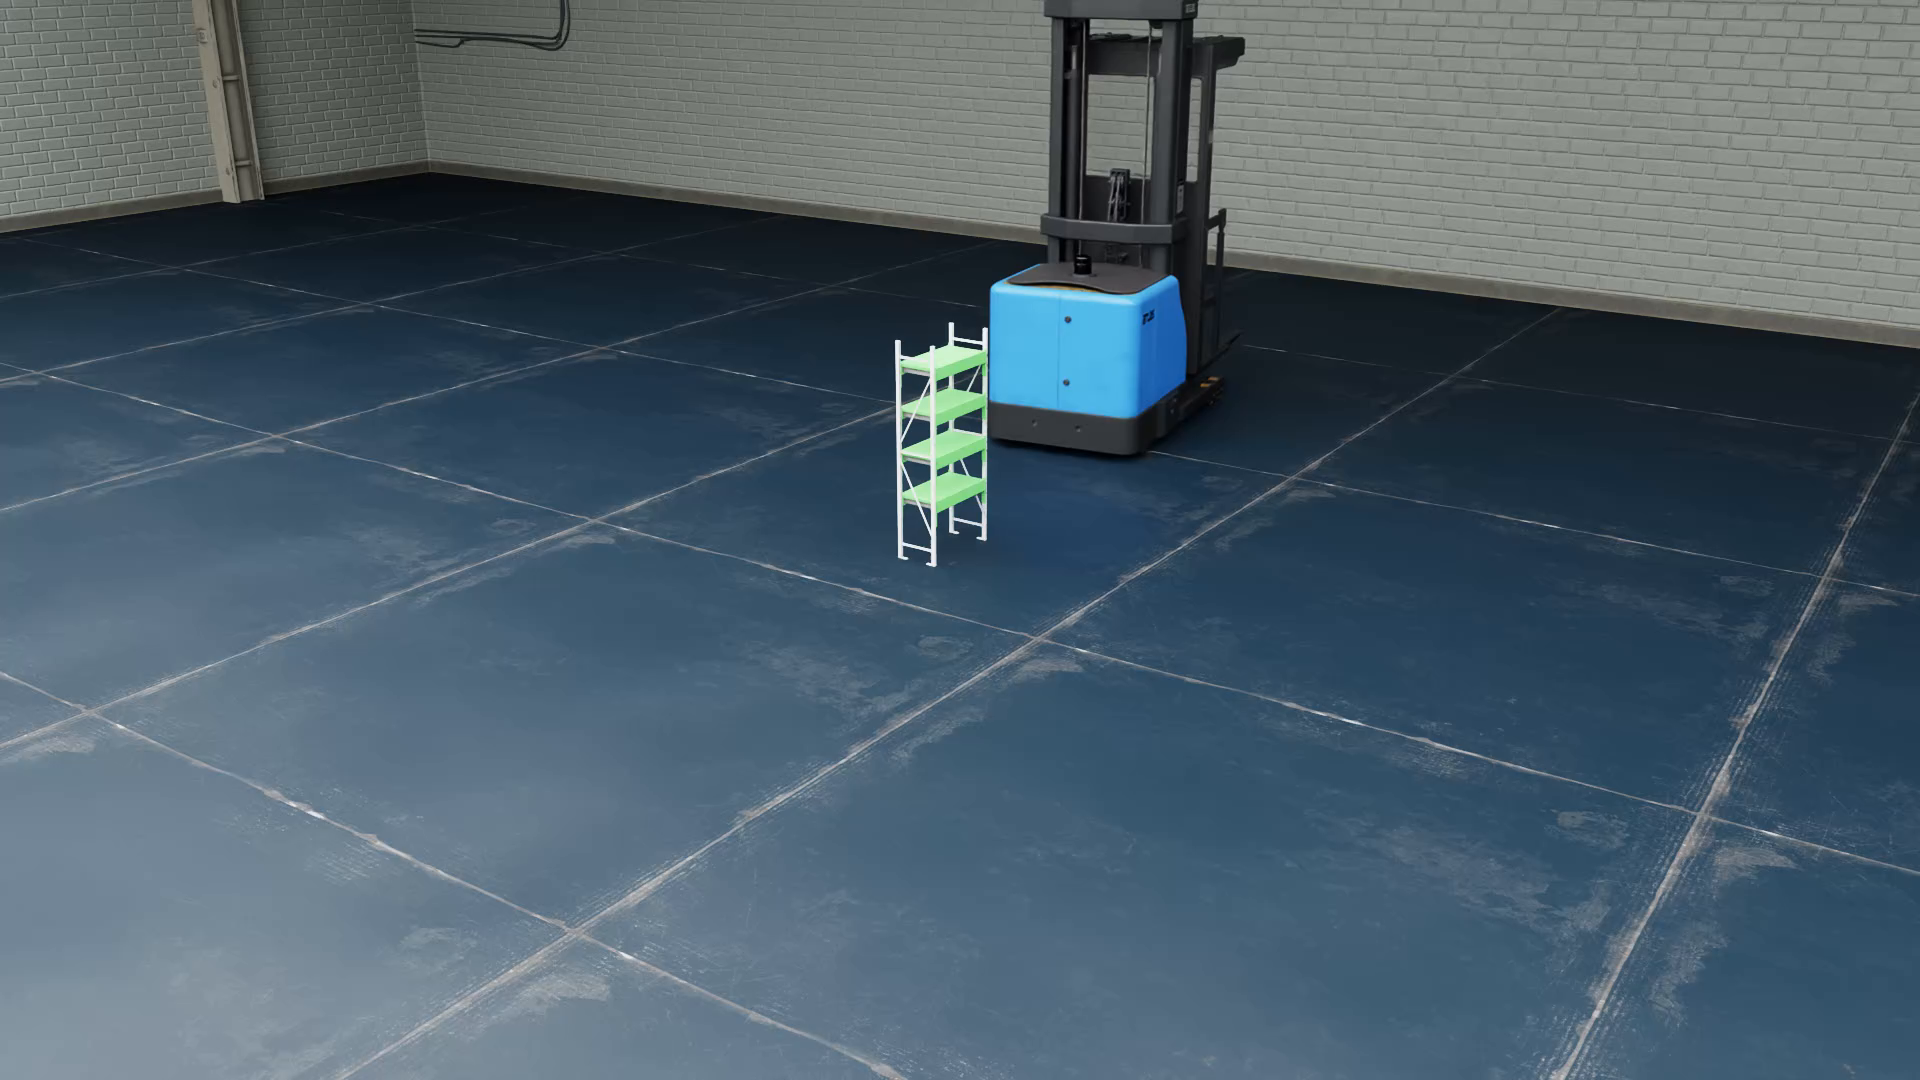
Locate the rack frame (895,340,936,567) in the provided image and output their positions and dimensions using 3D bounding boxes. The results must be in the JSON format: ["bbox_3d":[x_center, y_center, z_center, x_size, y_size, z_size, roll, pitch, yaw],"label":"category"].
[{"bbox_3d":[-0.230,-0.445,8.739,0.240,1.200,0.015,13,24,32],"label":"rack frame"}]

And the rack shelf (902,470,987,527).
[{"bbox_3d":[-0.093,-0.230,9.034,0.258,0.148,0.480,13,24,32],"label":"rack shelf"}]

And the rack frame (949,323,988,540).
[{"bbox_3d":[0.044,-0.585,9.118,0.240,1.200,0.015,13,24,32],"label":"rack frame"}]

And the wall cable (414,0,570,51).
[{"bbox_3d":[-6.174,-7.587,21.281,3.097,2.526,0.112,13,24,32],"label":"wall cable"}]

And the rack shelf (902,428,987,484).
[{"bbox_3d":[-0.093,-0.455,8.951,0.258,0.148,0.480,13,24,32],"label":"rack shelf"}]

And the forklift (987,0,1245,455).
[{"bbox_3d":[1.263,-2.384,11.485,1.130,2.935,3.031,9,22,24],"label":"forklift"}]

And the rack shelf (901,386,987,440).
[{"bbox_3d":[-0.093,-0.680,8.867,0.258,0.148,0.480,13,24,32],"label":"rack shelf"}]

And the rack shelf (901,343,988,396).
[{"bbox_3d":[-0.093,-0.906,8.784,0.258,0.148,0.480,13,24,32],"label":"rack shelf"}]

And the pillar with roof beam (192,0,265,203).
[{"bbox_3d":[-5.364,-7.617,16.885,9.100,9.000,0.400,13,24,32],"label":"pillar with roof beam"}]

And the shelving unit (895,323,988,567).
[{"bbox_3d":[-0.093,-0.515,8.928,0.258,1.200,0.503,13,24,32],"label":"shelving unit"}]
